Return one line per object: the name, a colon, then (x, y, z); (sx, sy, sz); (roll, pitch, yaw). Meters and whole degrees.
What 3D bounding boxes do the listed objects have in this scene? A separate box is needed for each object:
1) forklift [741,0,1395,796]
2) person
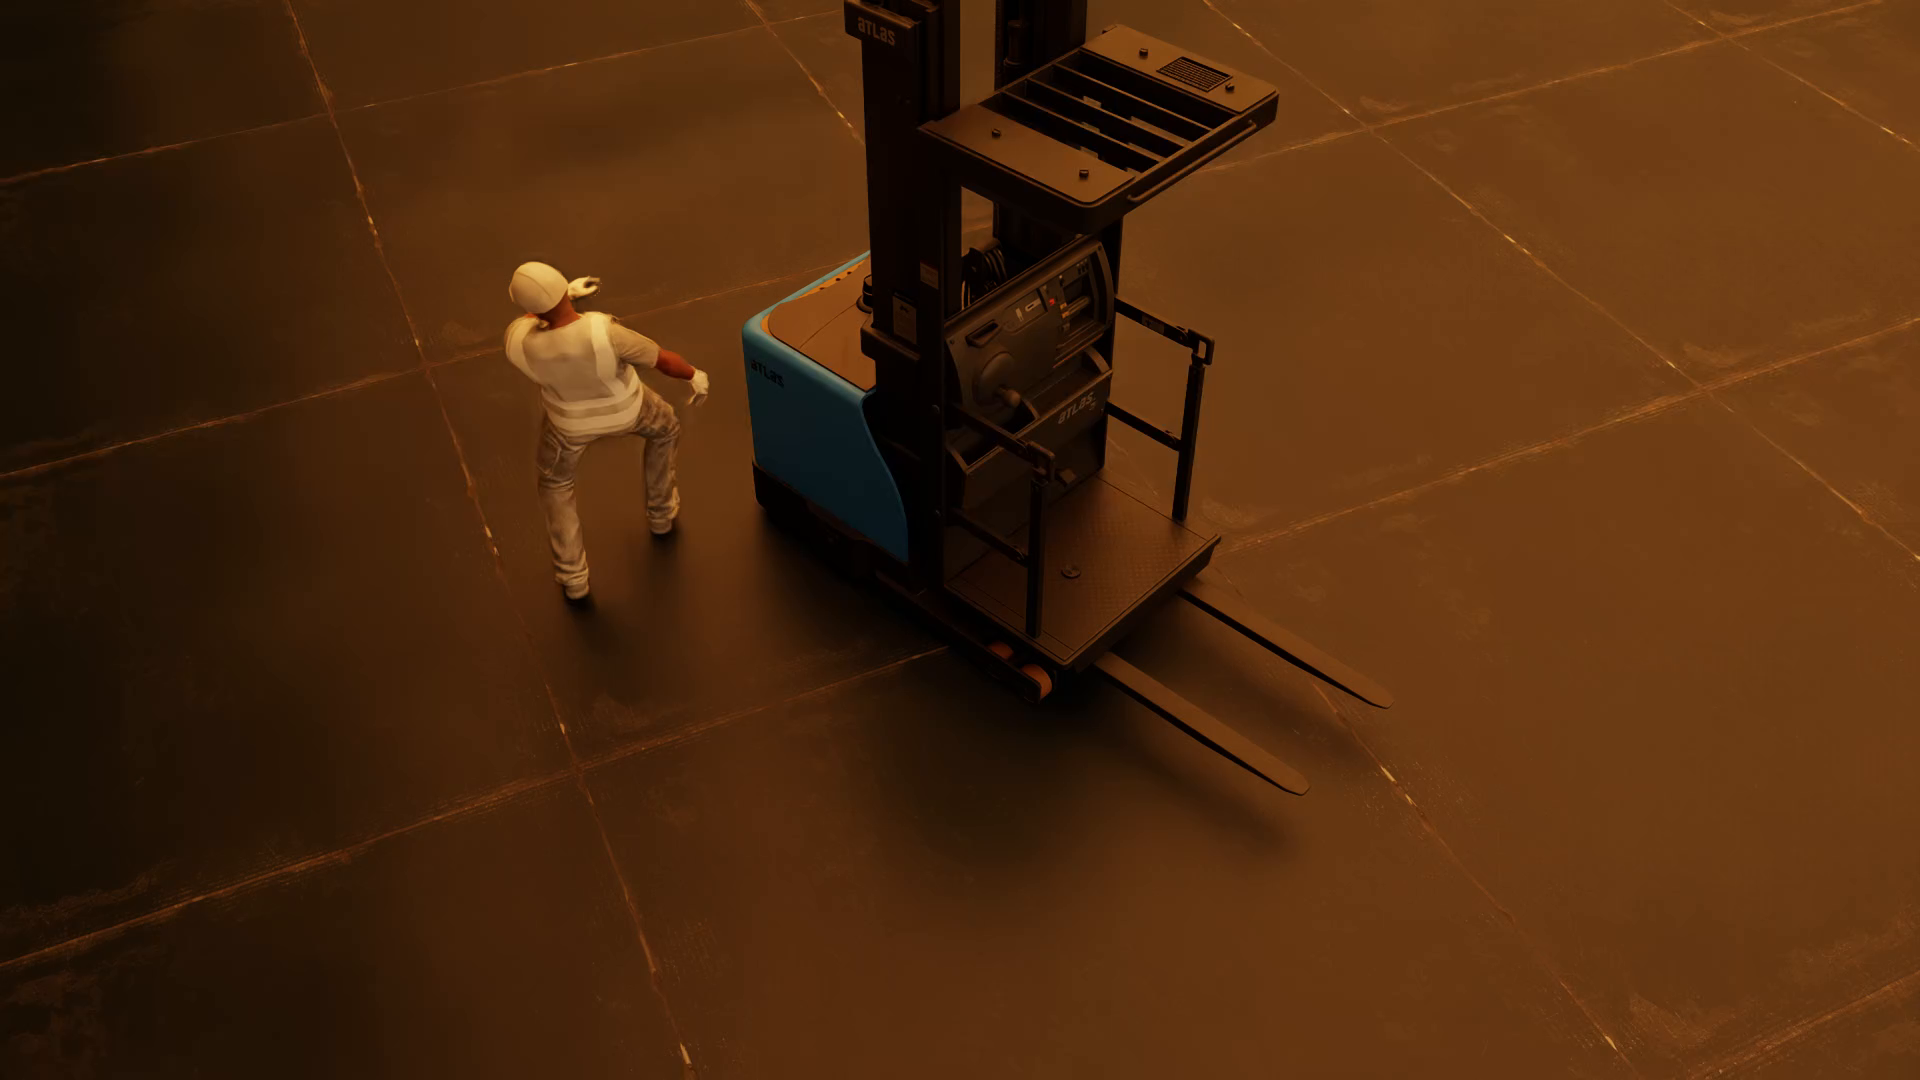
forklift: (0.445, -0.788, 6.525); (3.031, 2.935, 1.130); (32, 52, 30)
person: (-1.516, -0.641, 7.308); (0.819, 1.645, 0.875); (-10, 44, -10)
